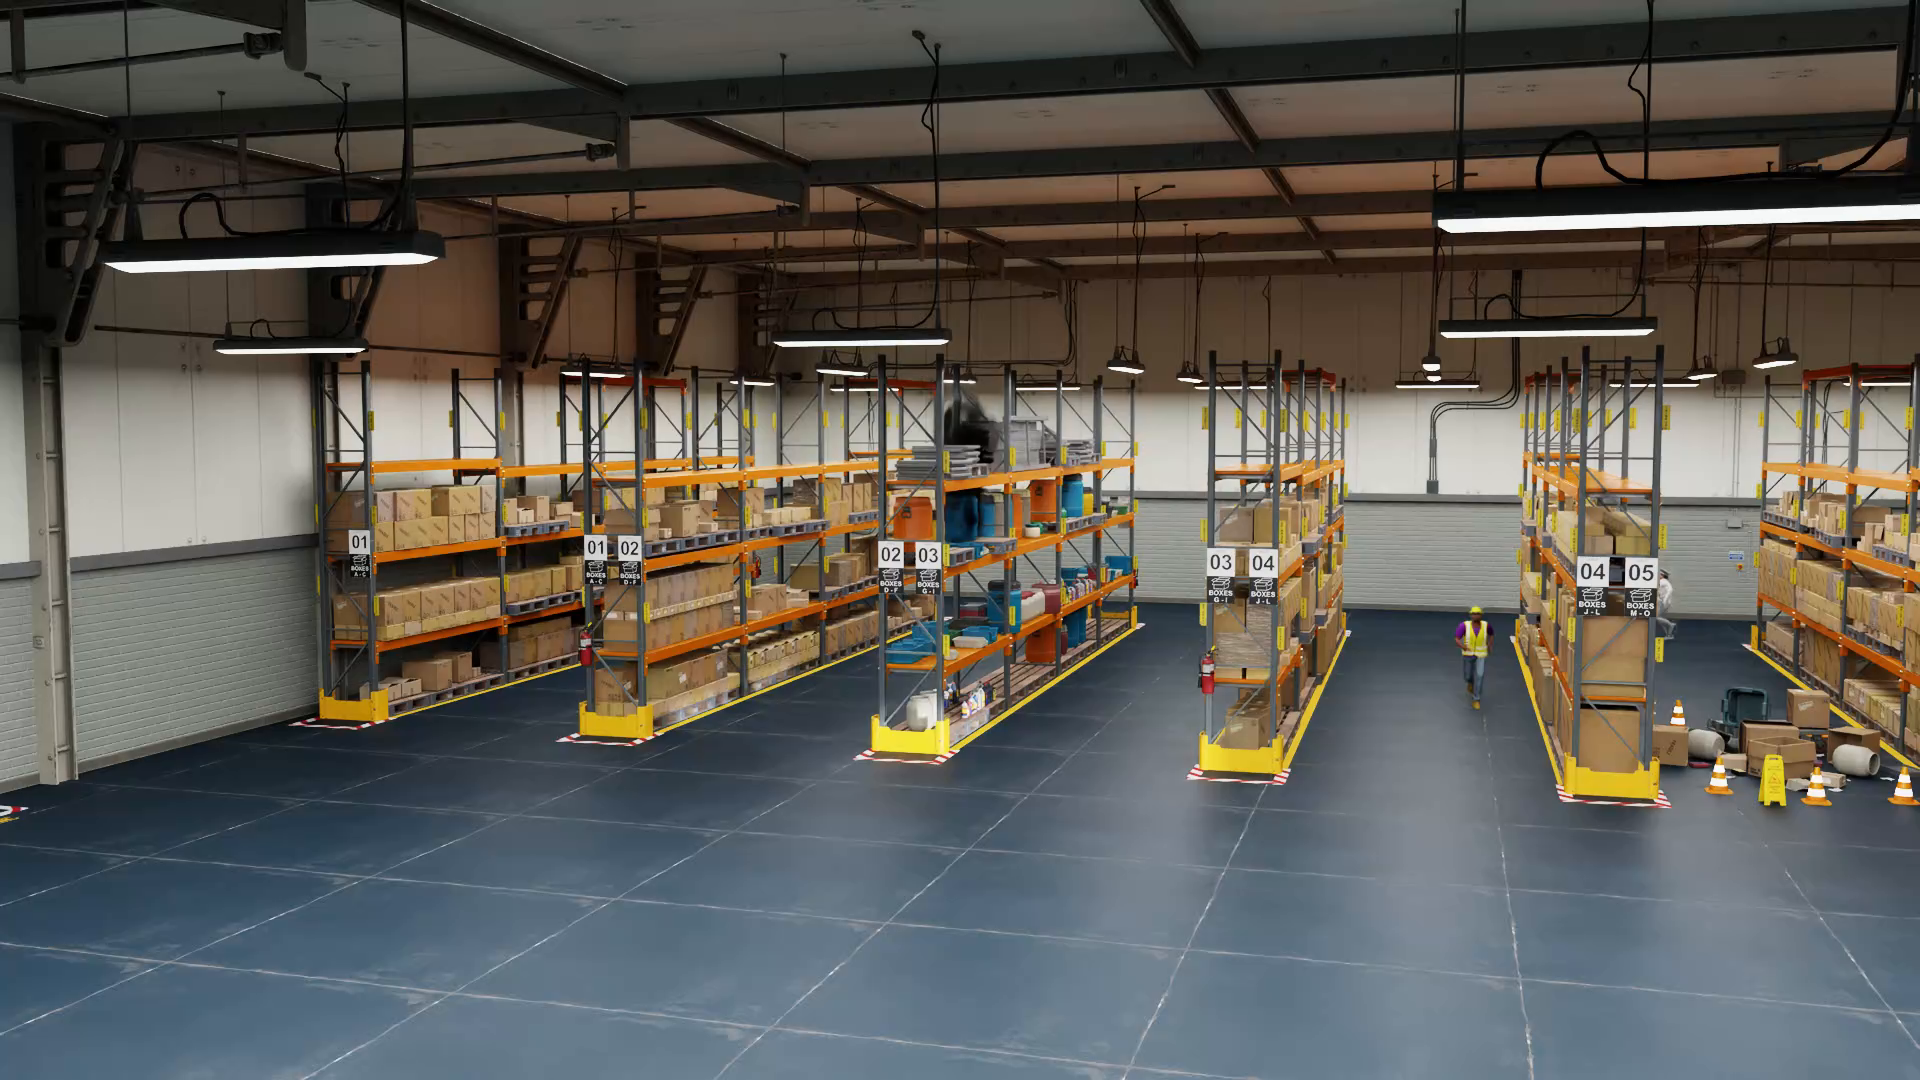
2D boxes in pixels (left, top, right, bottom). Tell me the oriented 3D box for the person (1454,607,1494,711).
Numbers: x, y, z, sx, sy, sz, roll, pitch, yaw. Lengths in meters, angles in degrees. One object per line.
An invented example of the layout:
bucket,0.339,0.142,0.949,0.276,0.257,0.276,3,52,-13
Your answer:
person,9.048,2.045,29.303,0.666,1.763,1.139,1,4,20

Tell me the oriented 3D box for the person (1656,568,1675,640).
person,16.065,1.462,38.091,0.588,1.657,0.641,2,4,25
